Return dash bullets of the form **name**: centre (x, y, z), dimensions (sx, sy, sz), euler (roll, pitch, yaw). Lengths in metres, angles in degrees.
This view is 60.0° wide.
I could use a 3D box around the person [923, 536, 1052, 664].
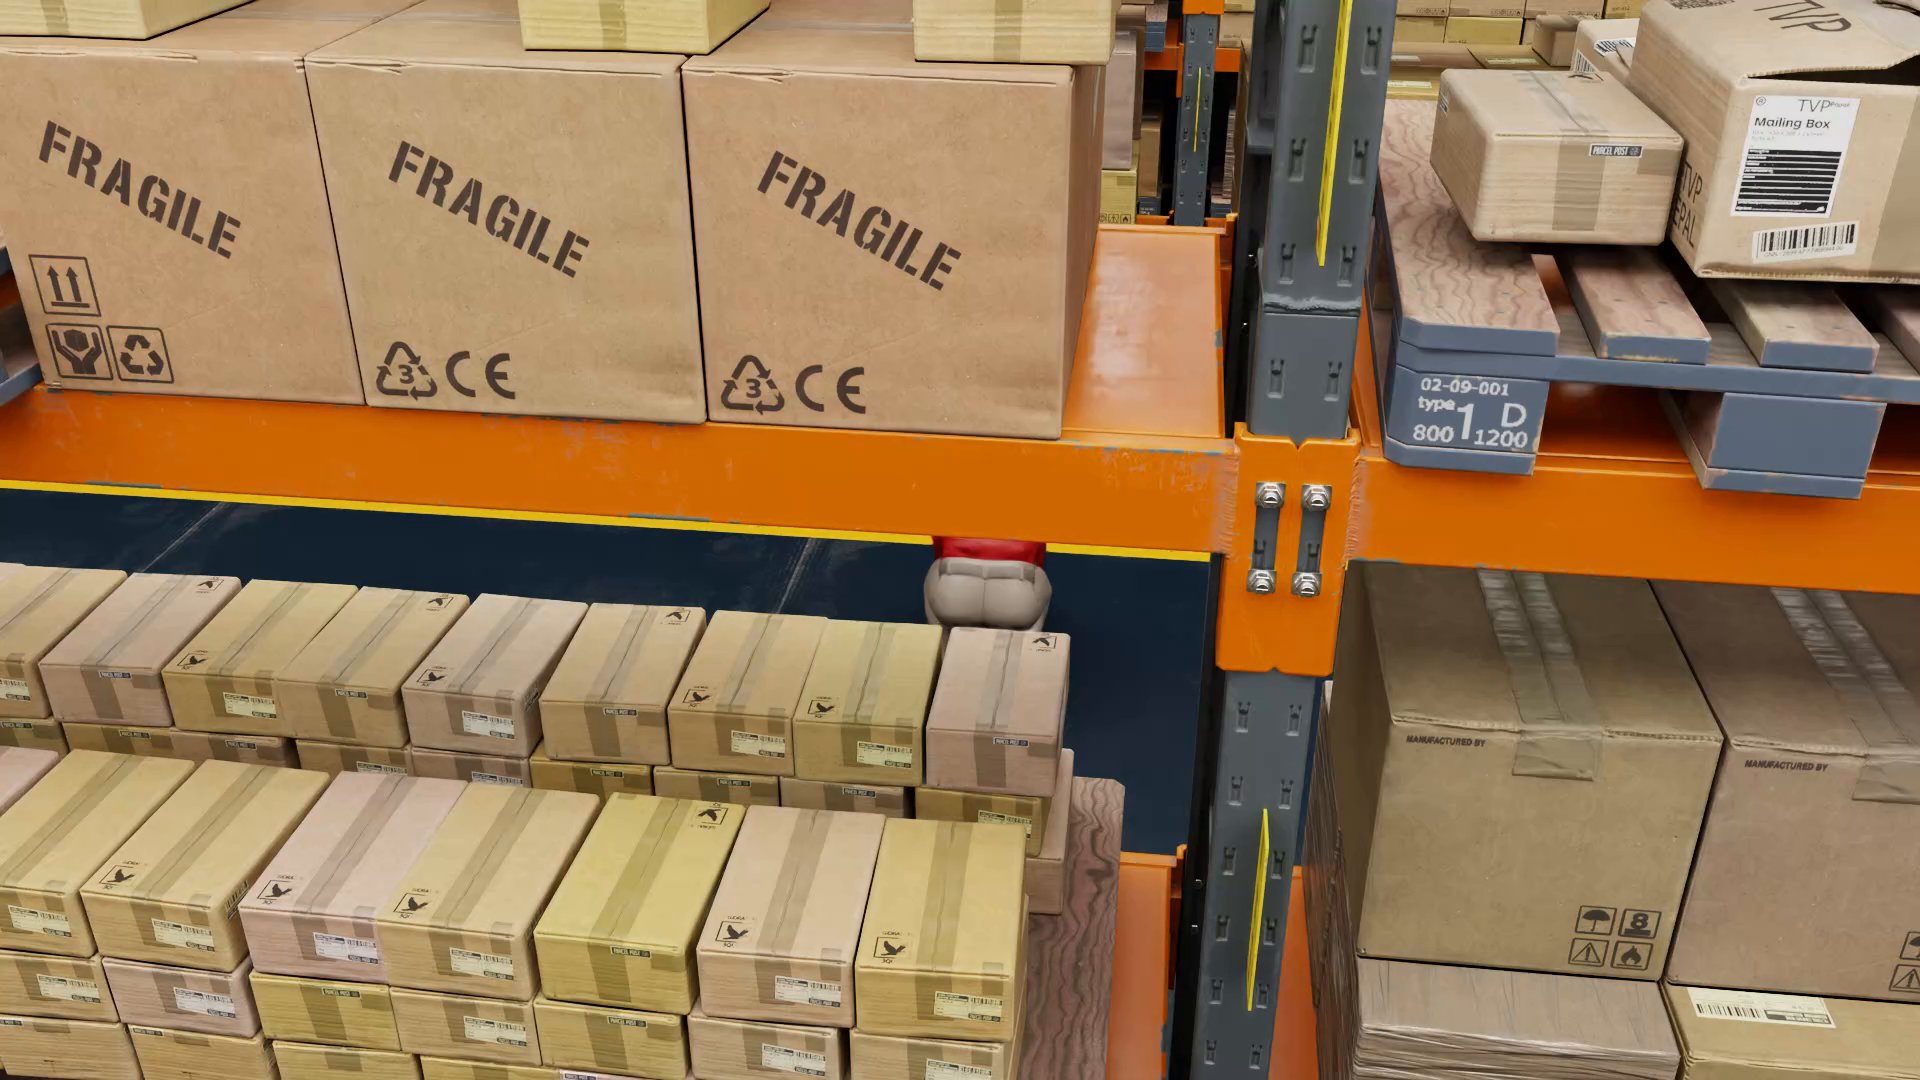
- **person**: centre (0.111, 0.213, 6.795), dimensions (0.531, 0.775, 0.948), euler (3, 28, 5)
